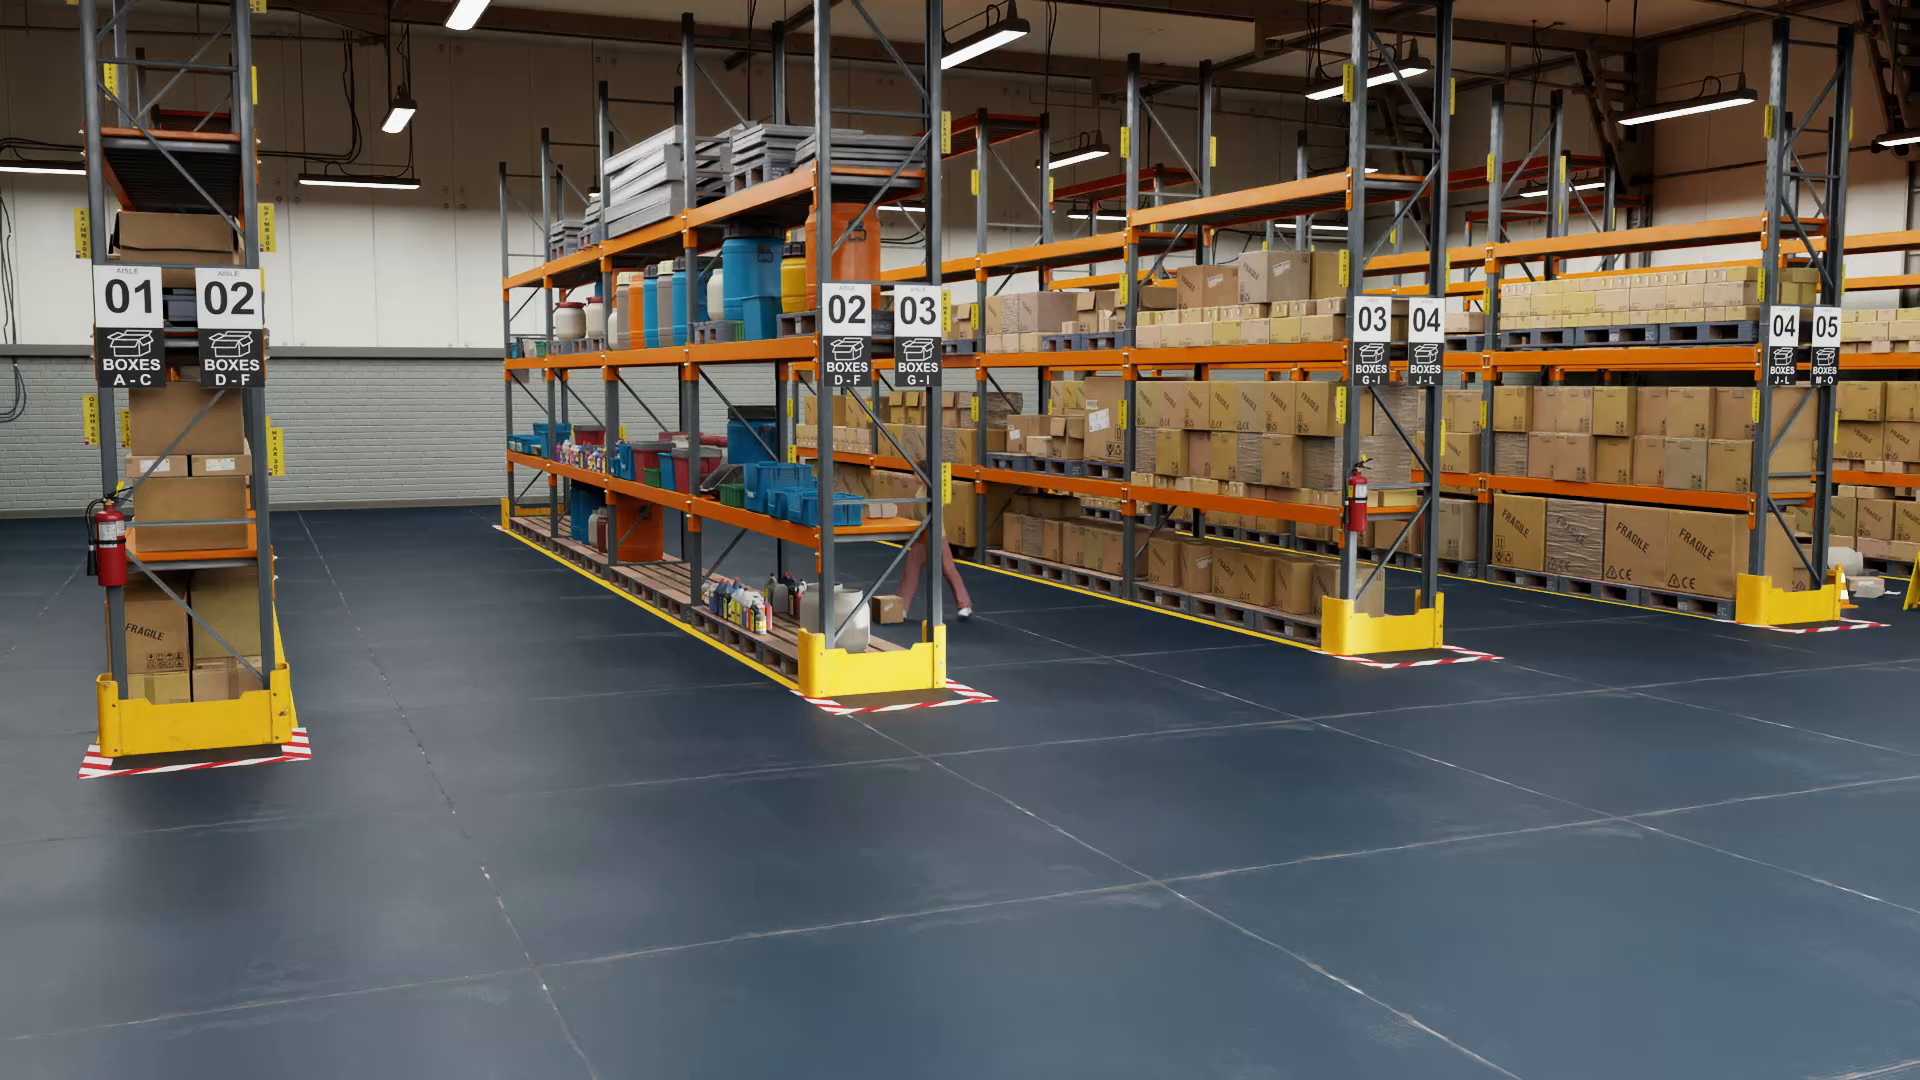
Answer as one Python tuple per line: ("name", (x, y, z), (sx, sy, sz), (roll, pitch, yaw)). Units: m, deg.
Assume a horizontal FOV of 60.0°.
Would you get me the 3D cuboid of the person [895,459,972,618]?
("person", (-0.317, -0.006, 17.069), (0.902, 1.640, 0.581), (-4, 7, -36))
